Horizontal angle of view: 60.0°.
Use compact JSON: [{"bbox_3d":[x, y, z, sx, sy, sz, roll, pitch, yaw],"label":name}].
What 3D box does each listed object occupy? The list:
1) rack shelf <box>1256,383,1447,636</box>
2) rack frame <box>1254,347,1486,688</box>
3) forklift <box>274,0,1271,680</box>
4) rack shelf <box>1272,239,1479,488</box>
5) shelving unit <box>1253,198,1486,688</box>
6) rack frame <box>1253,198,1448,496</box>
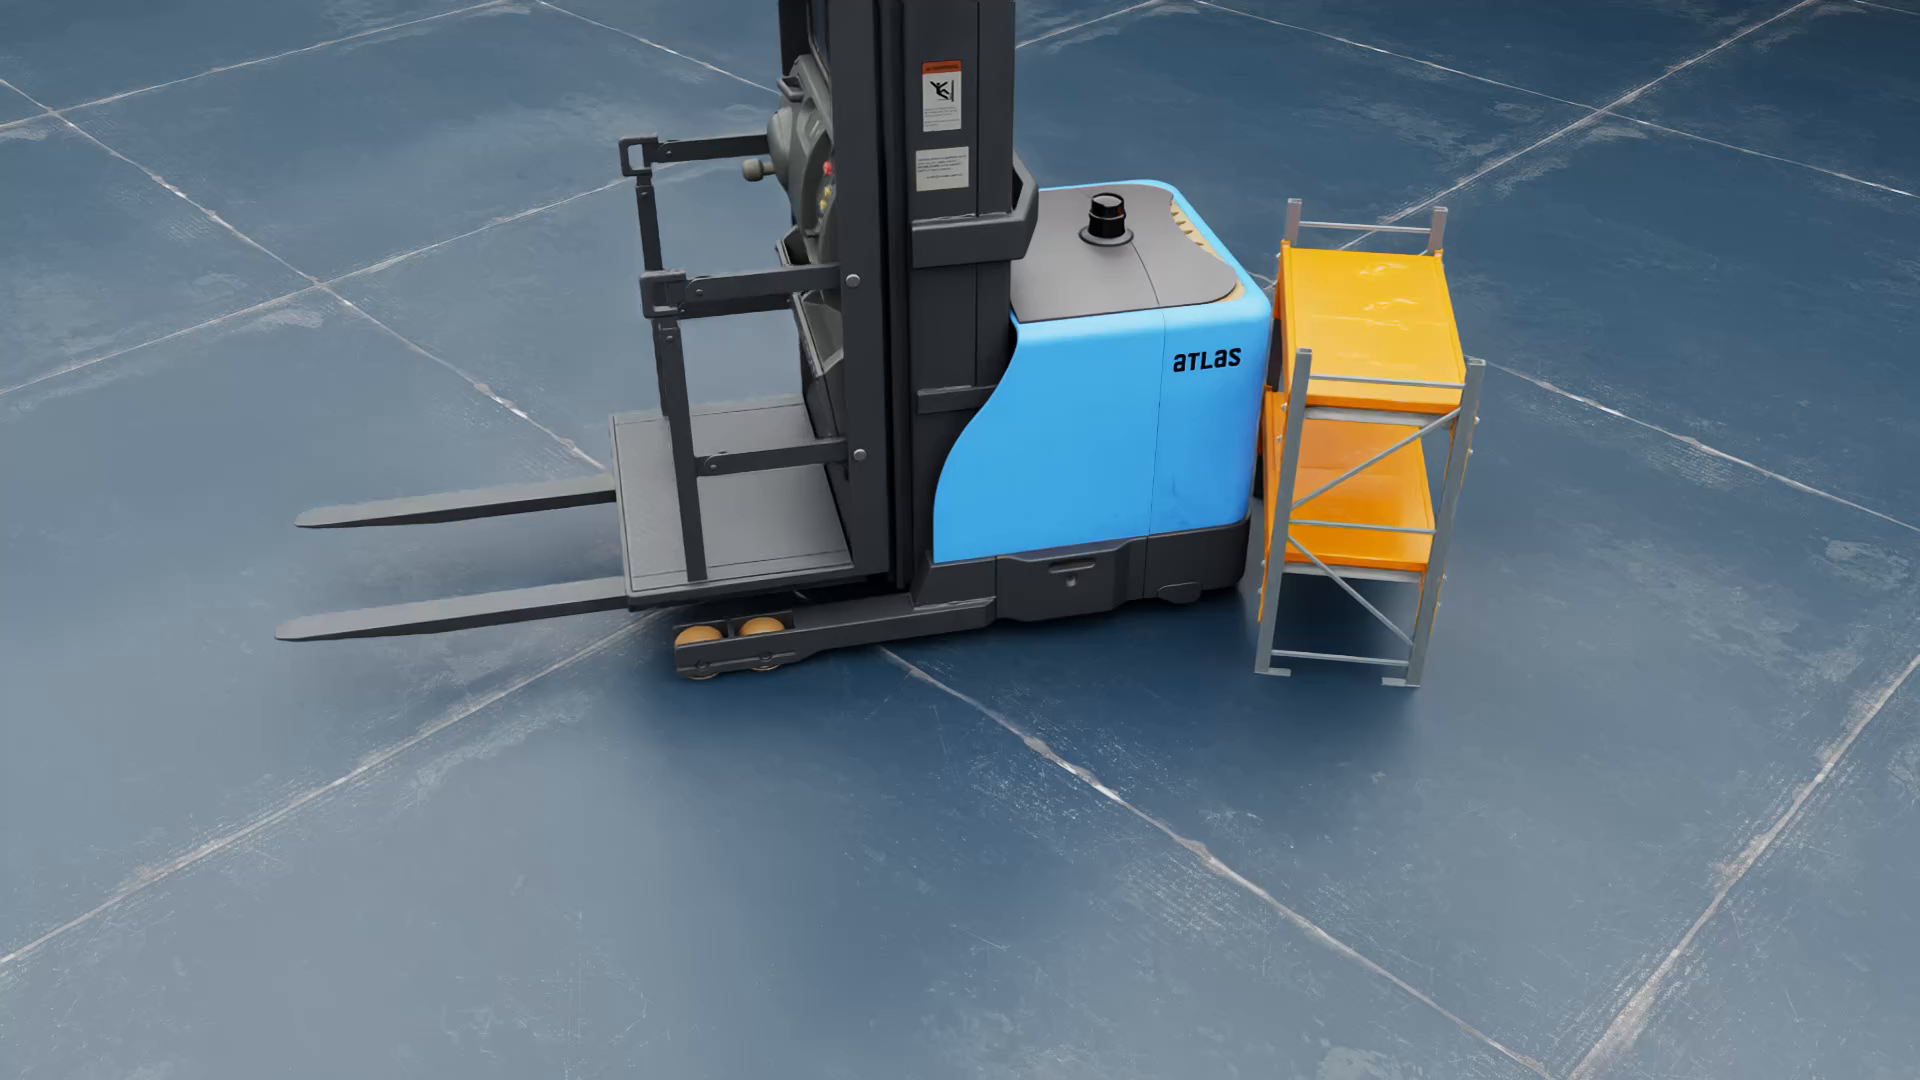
[{"bbox_3d":[1.233,-0.123,5.370,0.538,0.278,1.000,5,35,7],"label":"rack shelf"},{"bbox_3d":[1.163,-0.036,4.818,0.500,1.125,0.032,5,35,7],"label":"rack frame"},{"bbox_3d":[-0.634,-1.103,4.770,3.031,2.935,1.130,-7,36,-10],"label":"forklift"},{"bbox_3d":[1.233,-0.564,5.063,0.538,0.278,1.000,5,35,7],"label":"rack shelf"},{"bbox_3d":[1.233,-0.324,5.230,0.538,1.125,1.048,5,35,7],"label":"shelving unit"},{"bbox_3d":[1.304,-0.612,5.643,0.500,1.125,0.032,5,35,7],"label":"rack frame"}]
